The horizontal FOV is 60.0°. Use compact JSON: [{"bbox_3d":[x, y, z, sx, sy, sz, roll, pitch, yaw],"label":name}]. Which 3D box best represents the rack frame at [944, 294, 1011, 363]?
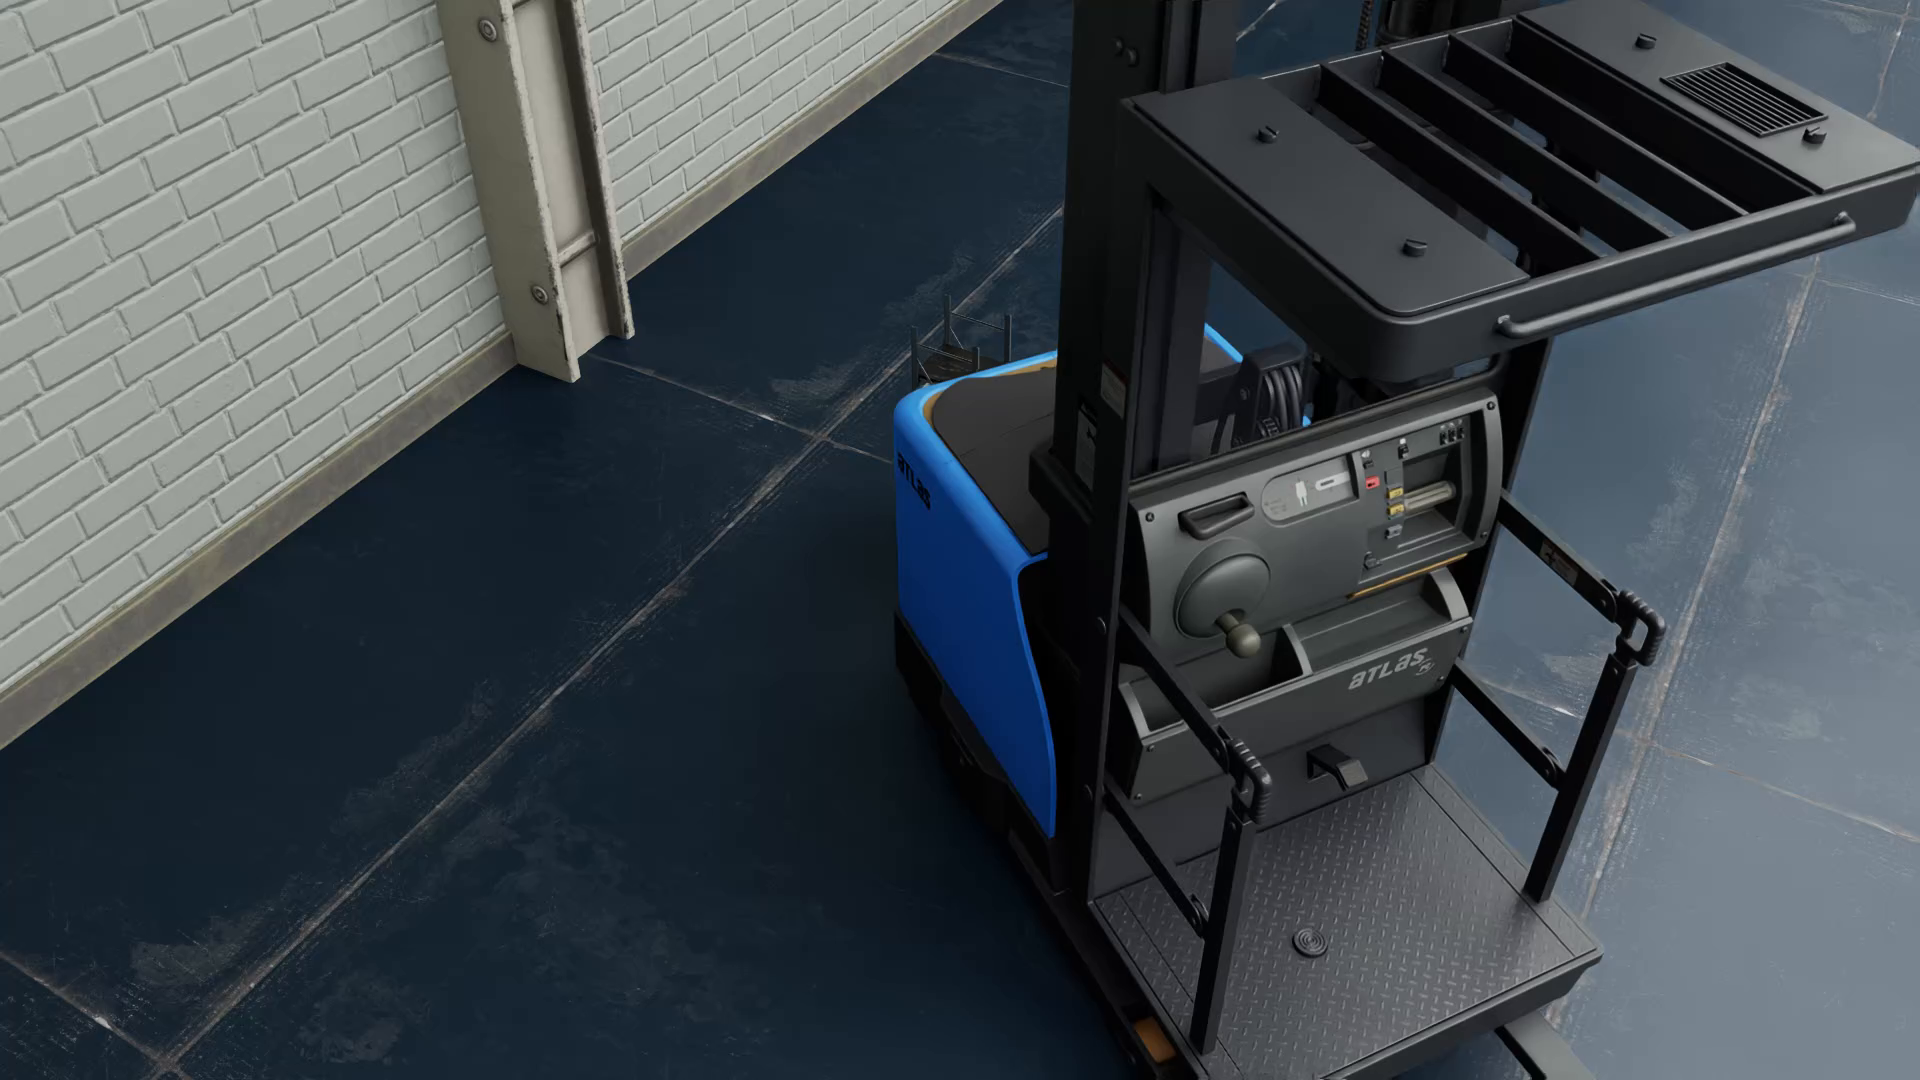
[{"bbox_3d":[0.055,-0.401,5.524,0.240,0.900,0.006,21,45,22],"label":"rack frame"}]

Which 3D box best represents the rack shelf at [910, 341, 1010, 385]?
[{"bbox_3d":[0.004,-0.520,5.301,0.258,0.077,0.200,21,45,22],"label":"rack shelf"}]

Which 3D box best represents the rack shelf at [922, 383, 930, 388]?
[{"bbox_3d":[0.004,-0.452,5.361,0.258,0.077,0.200,21,45,22],"label":"rack shelf"}]

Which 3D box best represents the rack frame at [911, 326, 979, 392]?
[{"bbox_3d":[-0.047,-0.284,5.392,0.240,0.900,0.006,21,45,22],"label":"rack frame"}]

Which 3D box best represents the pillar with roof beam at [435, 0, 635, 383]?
[{"bbox_3d":[2.191,-2.725,2.035,9.100,9.000,0.400,21,45,22],"label":"pillar with roof beam"}]

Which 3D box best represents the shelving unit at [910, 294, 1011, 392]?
[{"bbox_3d":[0.004,-0.342,5.458,0.258,0.900,0.210,21,45,22],"label":"shelving unit"}]

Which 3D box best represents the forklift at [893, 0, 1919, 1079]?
[{"bbox_3d":[0.892,0.046,3.480,1.130,2.935,3.031,-18,44,-19],"label":"forklift"}]
